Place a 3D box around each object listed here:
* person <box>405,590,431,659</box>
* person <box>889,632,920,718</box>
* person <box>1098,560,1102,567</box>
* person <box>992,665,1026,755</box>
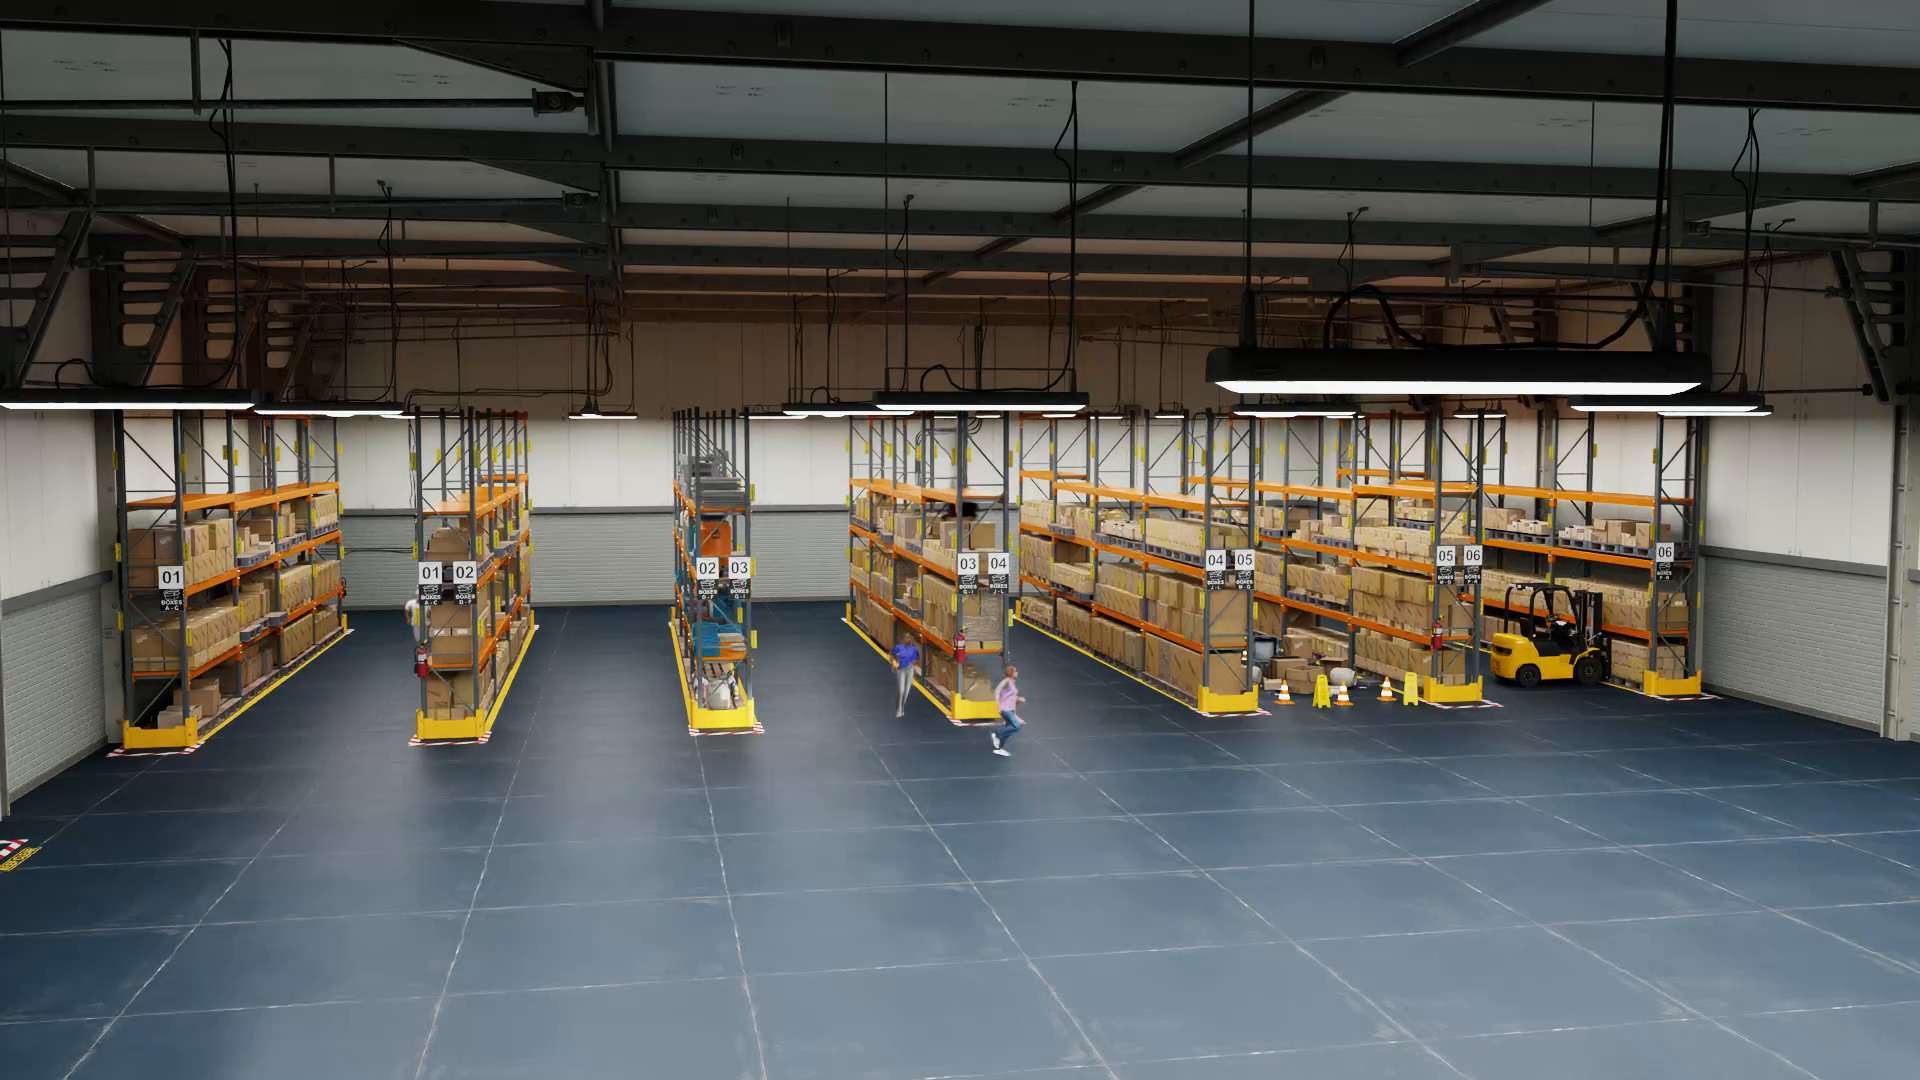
[{"bbox_3d":[-12.782,2.034,39.394,0.705,1.766,0.888,-1,4,-15],"label":"person"},{"bbox_3d":[-1.069,2.640,32.327,0.572,1.711,0.691,-1,4,-15],"label":"person"},{"bbox_3d":[4.135,1.434,48.612,0.598,1.680,1.008,-4,6,-43],"label":"person"},{"bbox_3d":[0.846,2.923,28.513,0.561,1.552,0.530,1,4,18],"label":"person"}]
